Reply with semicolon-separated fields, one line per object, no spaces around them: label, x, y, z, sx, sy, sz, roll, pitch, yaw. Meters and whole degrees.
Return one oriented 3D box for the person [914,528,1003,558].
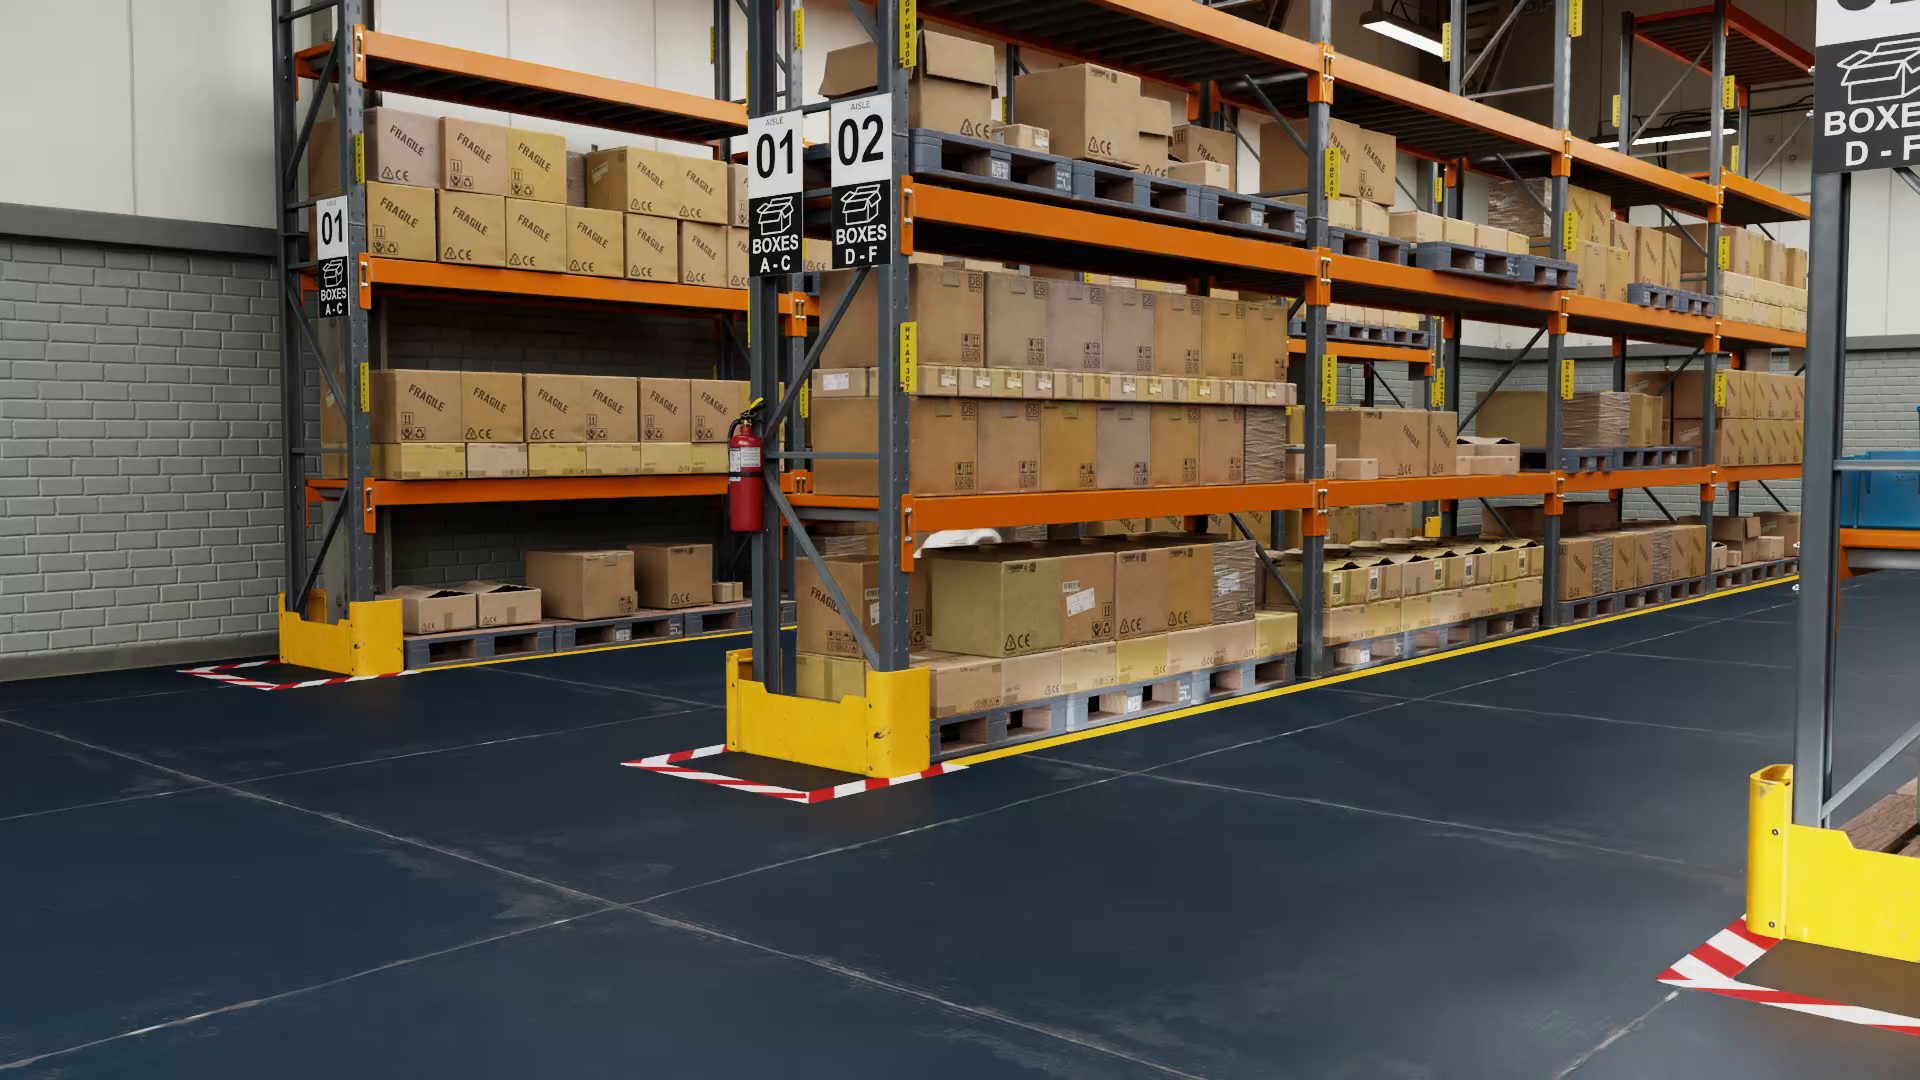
person;-0.078;0.398;11.292;0.523;1.010;0.953;3;4;38
